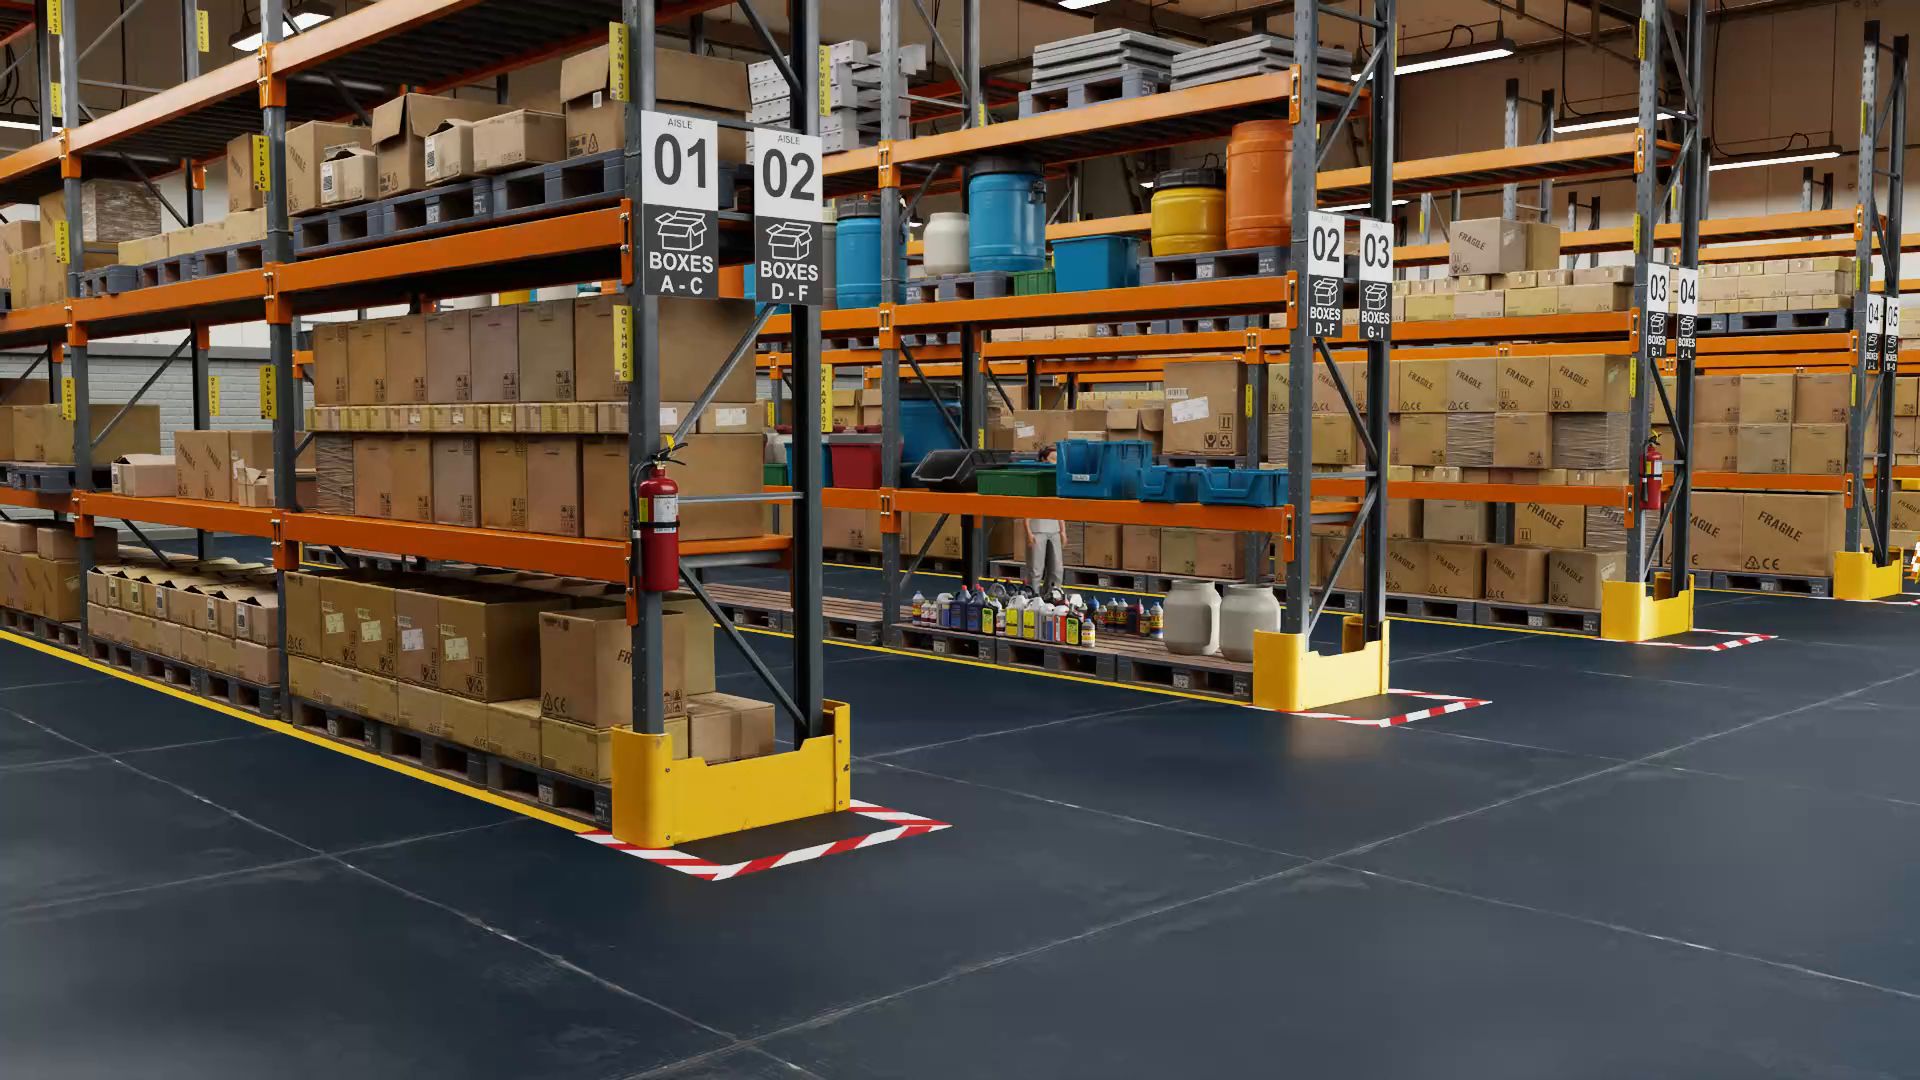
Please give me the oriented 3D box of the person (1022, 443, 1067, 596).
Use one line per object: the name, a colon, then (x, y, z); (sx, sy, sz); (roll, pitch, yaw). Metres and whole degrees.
person: (0.767, -0.044, 15.131); (0.487, 1.673, 0.356); (-3, 5, -39)
